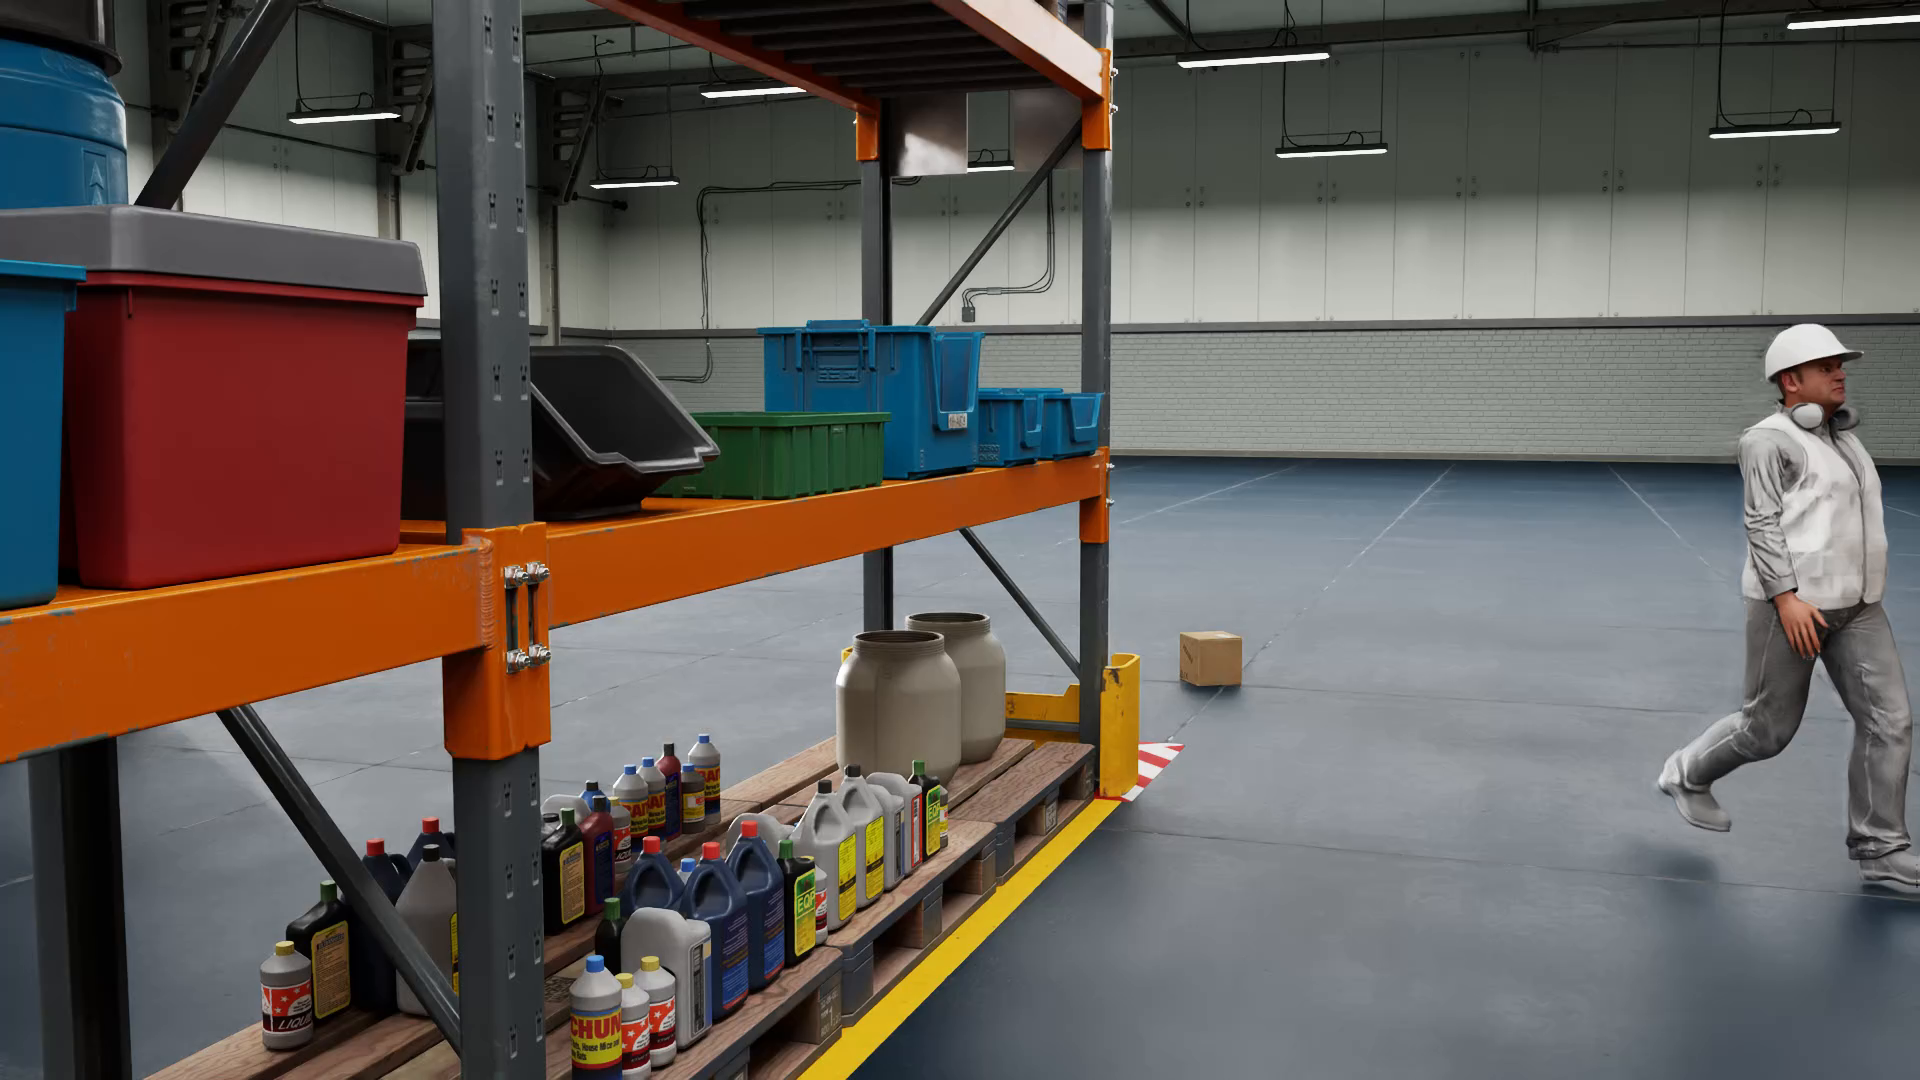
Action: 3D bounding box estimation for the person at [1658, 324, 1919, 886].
[{"bbox_3d":[2.687,0.187,5.293,0.544,1.739,0.949,-2,6,-25],"label":"person"}]
